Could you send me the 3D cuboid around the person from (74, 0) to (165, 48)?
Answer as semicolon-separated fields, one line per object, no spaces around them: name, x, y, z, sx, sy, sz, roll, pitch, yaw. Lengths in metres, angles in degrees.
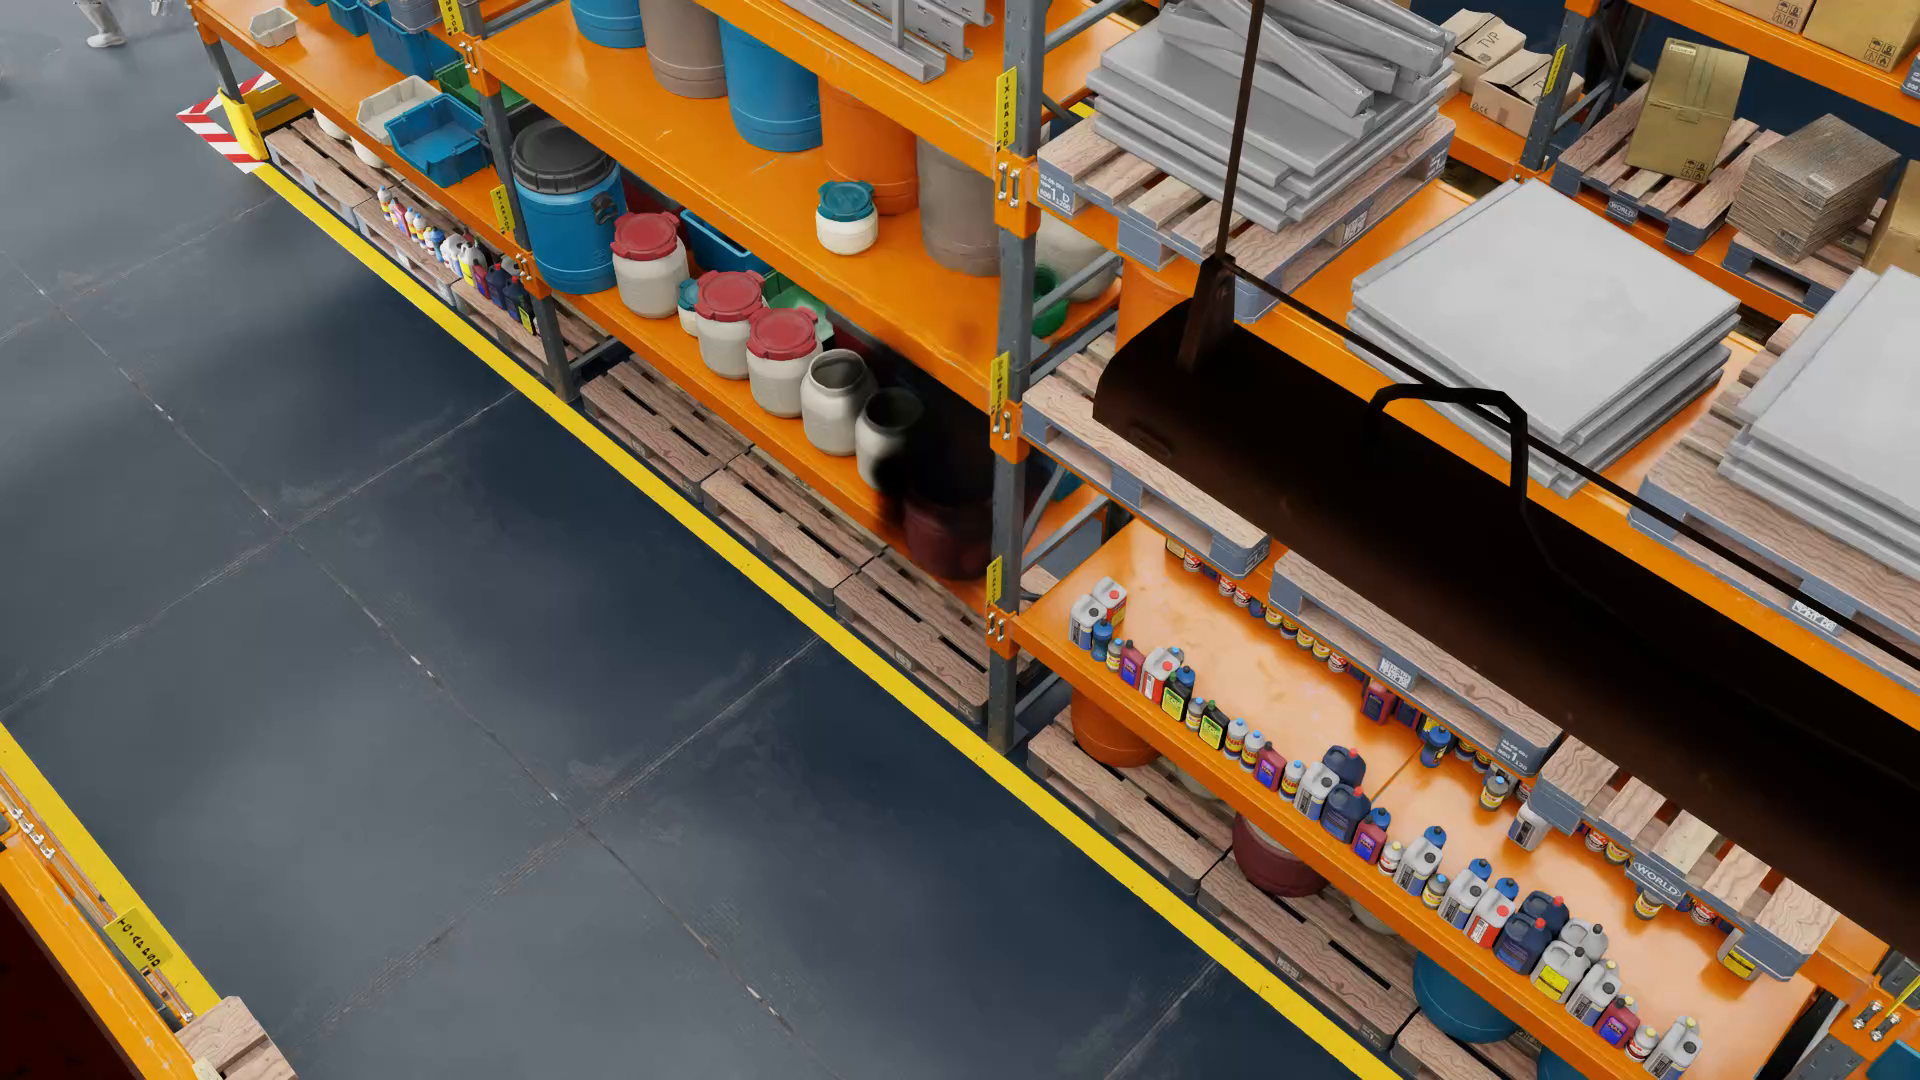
person;-6.877;-4.696;13.214;0.766;1.737;0.717;-9;51;-7

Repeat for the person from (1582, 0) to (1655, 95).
person;5.170;-4.032;12.636;0.813;1.733;0.715;28;56;22
